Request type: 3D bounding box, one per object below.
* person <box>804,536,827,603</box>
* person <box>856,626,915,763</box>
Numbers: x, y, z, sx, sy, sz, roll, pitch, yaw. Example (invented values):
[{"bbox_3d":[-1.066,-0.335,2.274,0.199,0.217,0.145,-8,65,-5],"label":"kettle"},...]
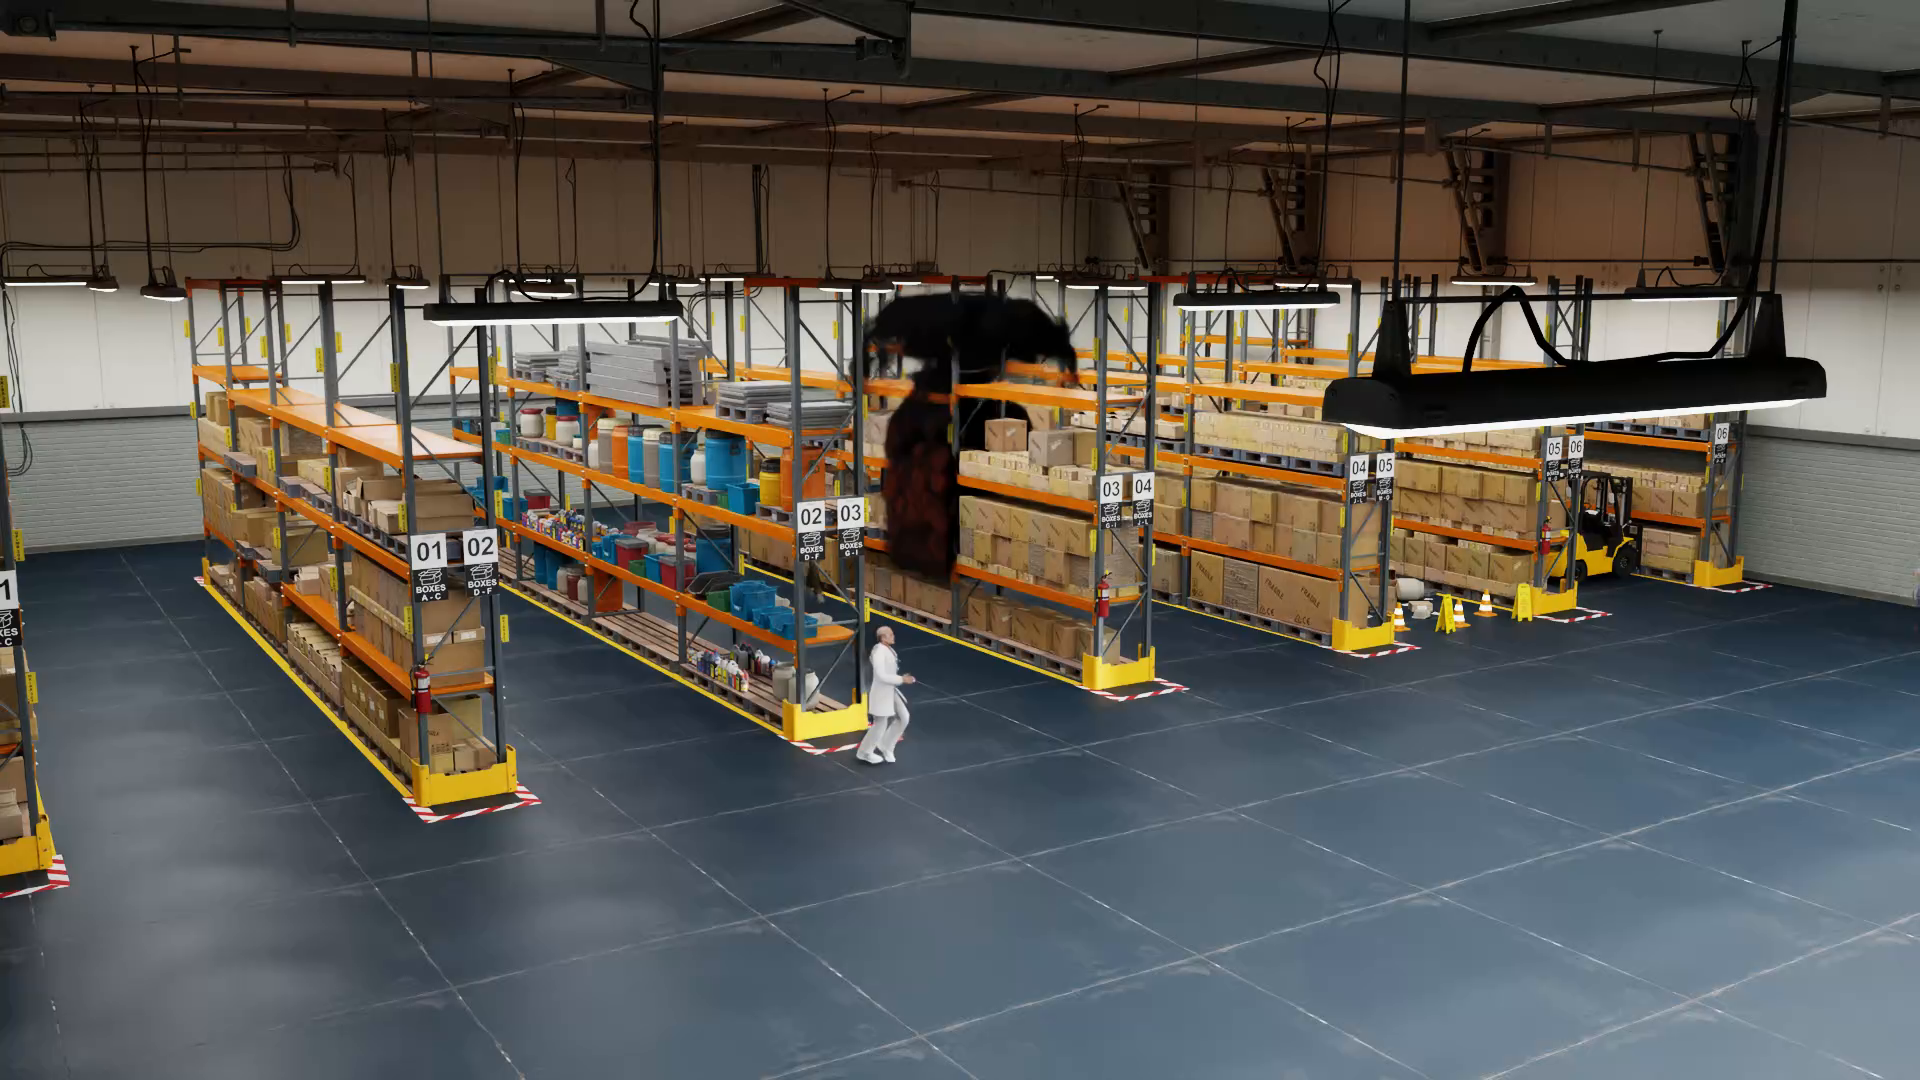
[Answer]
[{"bbox_3d":[-2.596,0.170,29.896,0.683,1.825,0.931,-5,11,-28],"label":"person"},{"bbox_3d":[-0.928,1.988,21.031,0.779,1.813,0.724,2,10,12],"label":"person"}]
